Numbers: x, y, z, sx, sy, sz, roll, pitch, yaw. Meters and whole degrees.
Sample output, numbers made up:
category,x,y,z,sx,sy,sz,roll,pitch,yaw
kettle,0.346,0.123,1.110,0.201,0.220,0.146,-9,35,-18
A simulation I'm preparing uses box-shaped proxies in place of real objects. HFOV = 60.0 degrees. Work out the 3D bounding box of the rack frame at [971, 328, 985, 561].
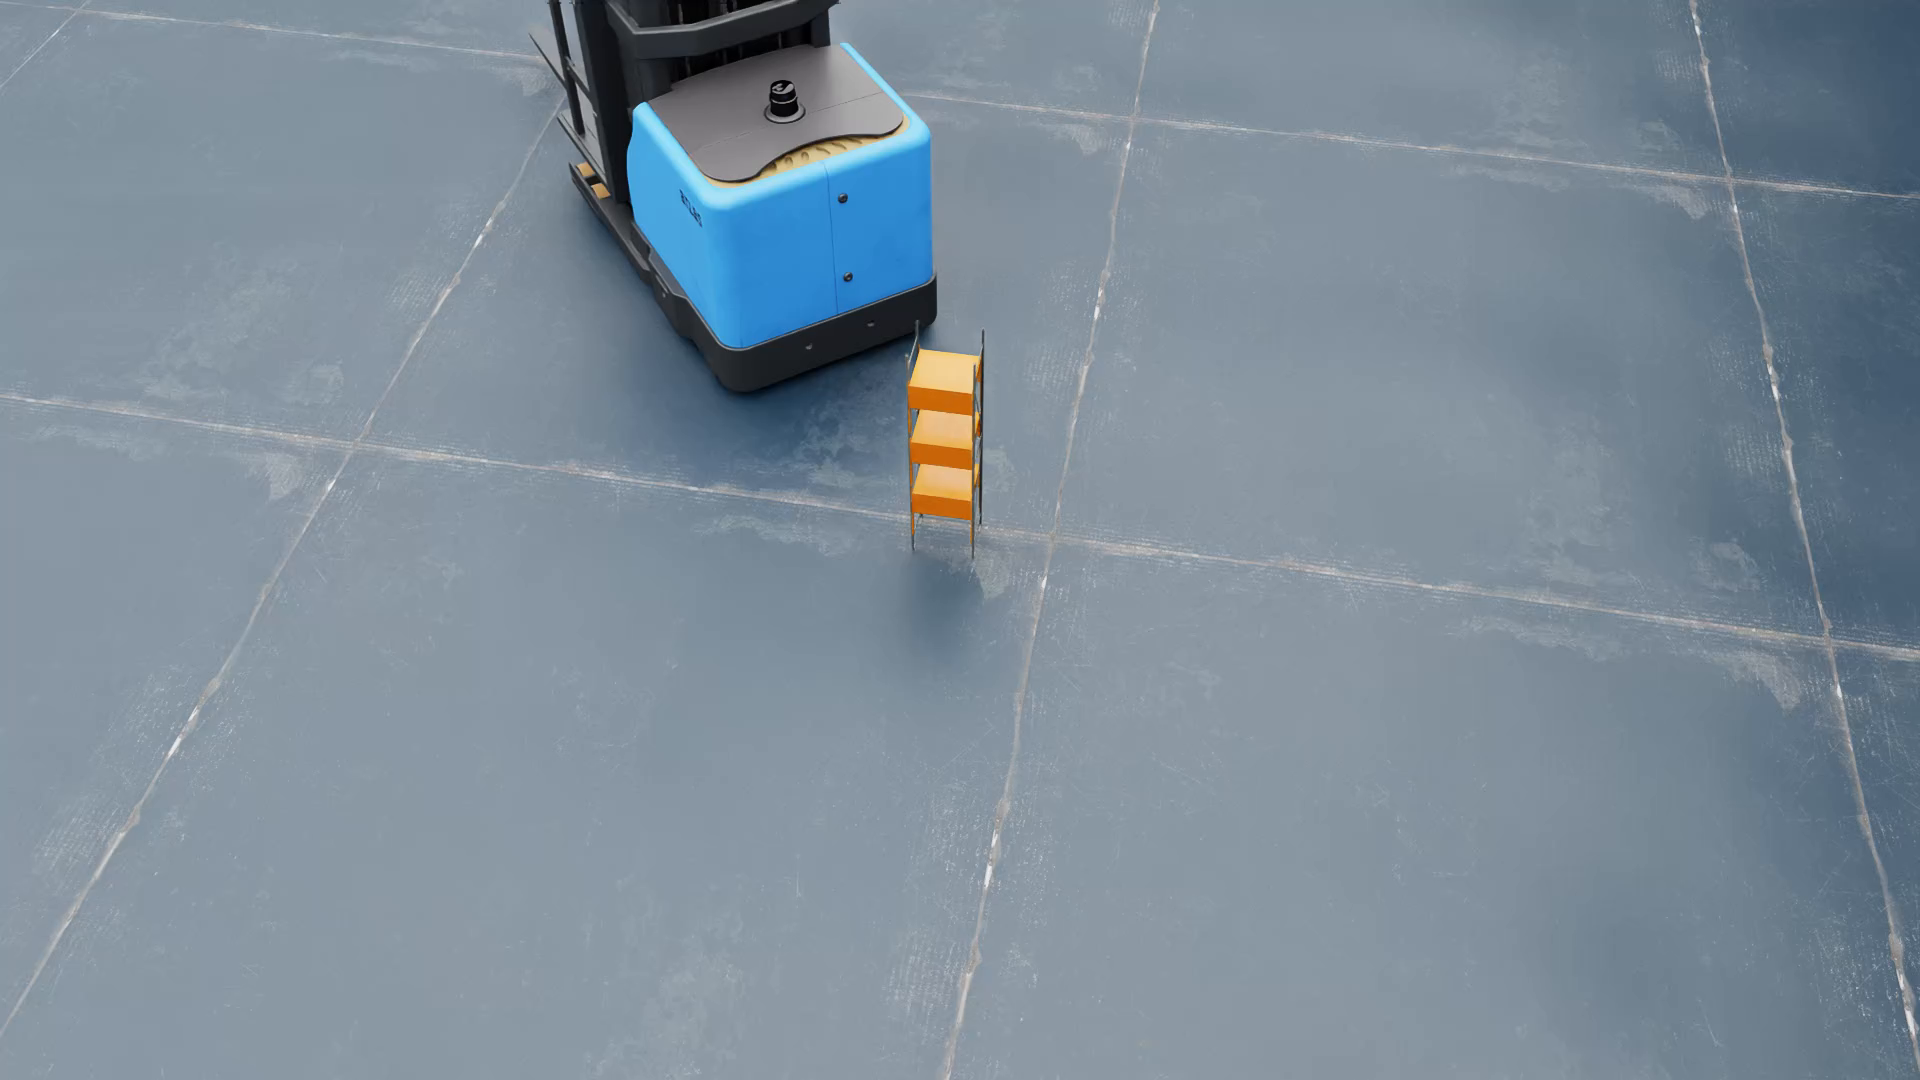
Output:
category,x,y,z,sx,sy,sz,roll,pitch,yaw
rack frame,0.067,-0.342,6.323,0.008,1.050,0.200,8,49,7

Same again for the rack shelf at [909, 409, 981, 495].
category,x,y,z,sx,sy,sz,roll,pitch,yaw
rack shelf,-0.053,-0.351,6.346,0.240,0.259,0.215,8,49,7

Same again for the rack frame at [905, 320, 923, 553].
category,x,y,z,sx,sy,sz,roll,pitch,yaw
rack frame,-0.173,-0.374,6.352,0.008,1.050,0.200,8,49,7

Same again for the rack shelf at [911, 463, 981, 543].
category,x,y,z,sx,sy,sz,roll,pitch,yaw
rack shelf,-0.053,-0.165,6.552,0.240,0.259,0.215,8,49,7

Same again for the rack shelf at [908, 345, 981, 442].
category,x,y,z,sx,sy,sz,roll,pitch,yaw
rack shelf,-0.053,-0.541,6.135,0.240,0.259,0.215,8,49,7

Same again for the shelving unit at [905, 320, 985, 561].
category,x,y,z,sx,sy,sz,roll,pitch,yaw
shelving unit,-0.053,-0.358,6.338,0.252,1.050,0.215,8,49,7

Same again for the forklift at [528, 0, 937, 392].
category,x,y,z,sx,sy,sz,roll,pitch,yaw
forklift,-1.268,-2.715,7.191,1.130,2.935,3.031,-23,52,-19
